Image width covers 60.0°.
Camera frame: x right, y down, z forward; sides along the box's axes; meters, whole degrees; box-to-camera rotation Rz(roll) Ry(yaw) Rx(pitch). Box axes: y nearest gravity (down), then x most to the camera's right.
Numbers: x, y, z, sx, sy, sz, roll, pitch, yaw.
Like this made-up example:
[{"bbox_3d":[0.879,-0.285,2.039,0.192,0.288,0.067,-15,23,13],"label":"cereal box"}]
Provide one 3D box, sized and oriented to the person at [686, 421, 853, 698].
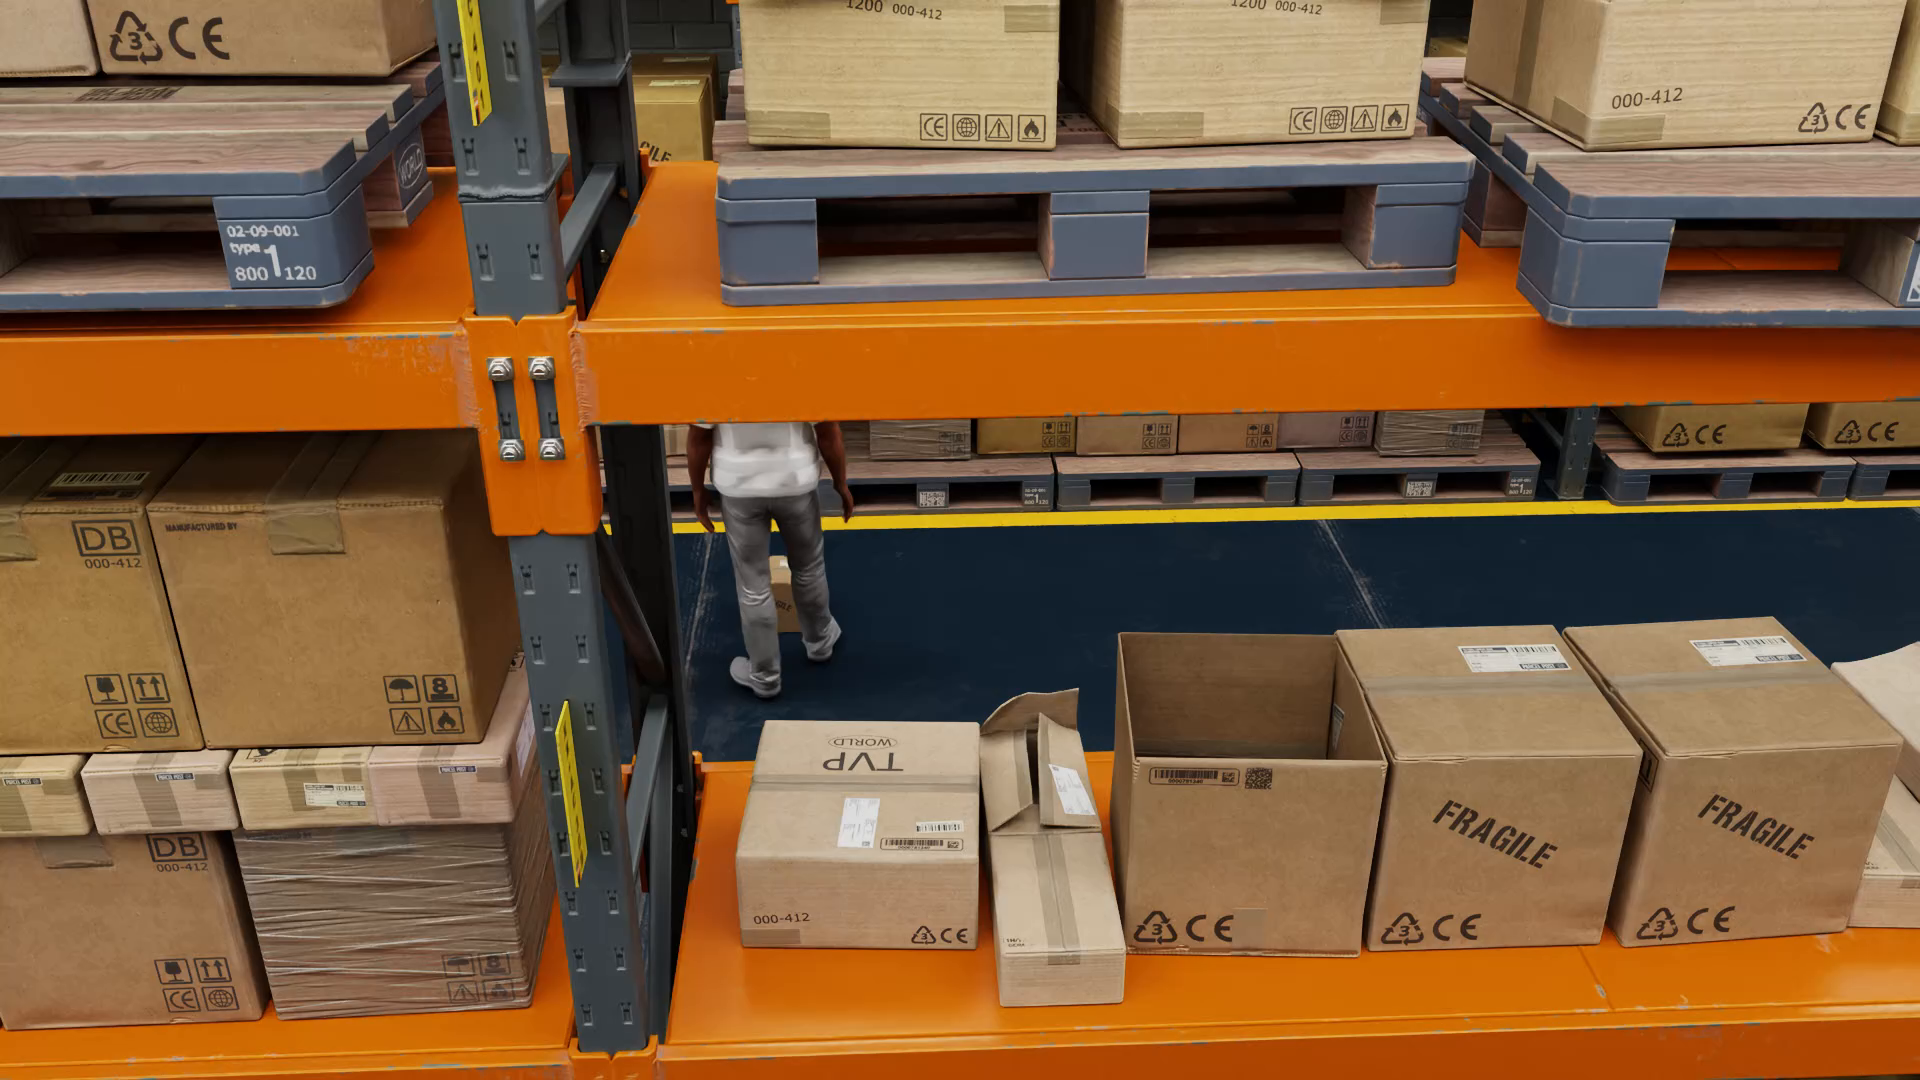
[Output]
[{"bbox_3d":[-0.750,-0.264,6.572,0.630,1.764,0.570,-4,28,-7],"label":"person"}]
